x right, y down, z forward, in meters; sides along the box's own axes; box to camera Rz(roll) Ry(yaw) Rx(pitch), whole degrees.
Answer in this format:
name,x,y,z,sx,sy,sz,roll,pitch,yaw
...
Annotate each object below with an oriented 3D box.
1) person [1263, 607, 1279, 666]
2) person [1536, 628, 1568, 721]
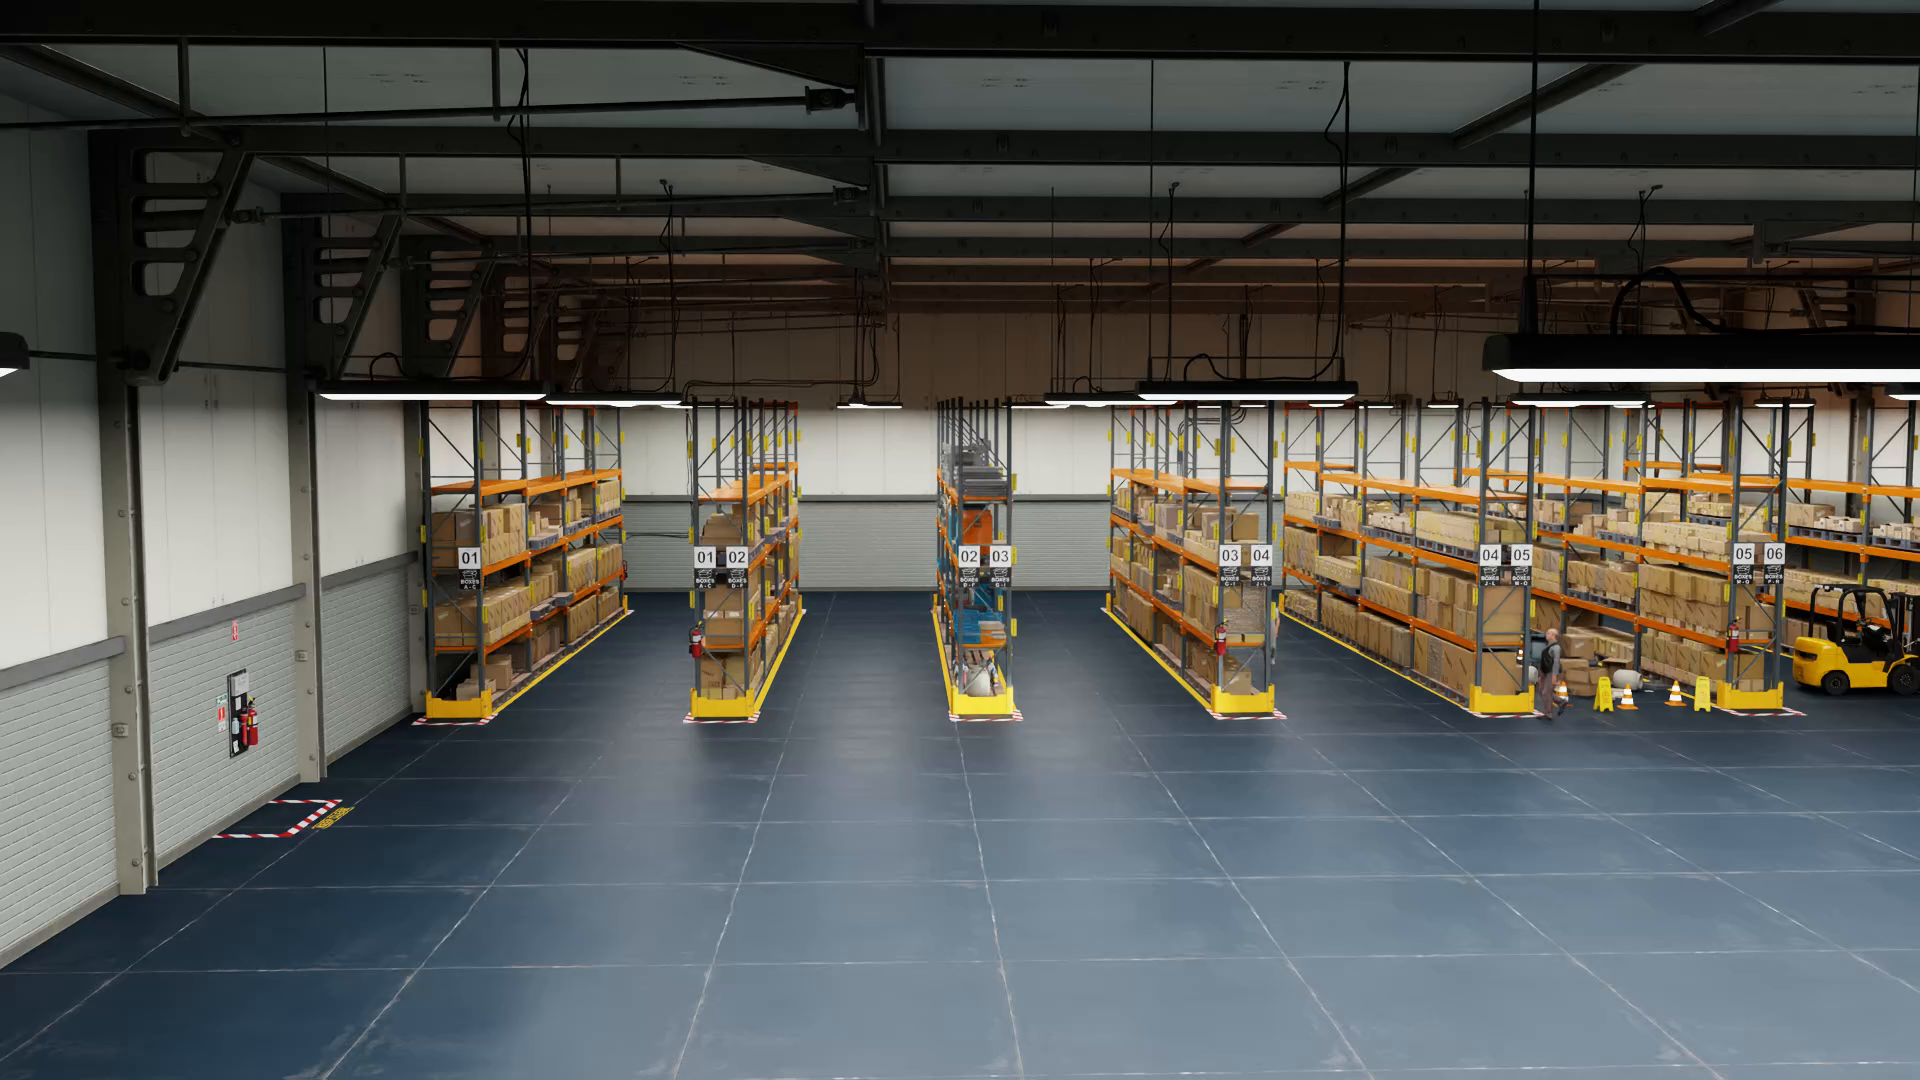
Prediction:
name,x,y,z,sx,sy,sz,roll,pitch,yaw
person,6.913,2.028,37.287,0.503,1.652,0.600,1,5,15
person,10.976,2.481,30.729,0.664,1.711,0.542,0,4,-3
